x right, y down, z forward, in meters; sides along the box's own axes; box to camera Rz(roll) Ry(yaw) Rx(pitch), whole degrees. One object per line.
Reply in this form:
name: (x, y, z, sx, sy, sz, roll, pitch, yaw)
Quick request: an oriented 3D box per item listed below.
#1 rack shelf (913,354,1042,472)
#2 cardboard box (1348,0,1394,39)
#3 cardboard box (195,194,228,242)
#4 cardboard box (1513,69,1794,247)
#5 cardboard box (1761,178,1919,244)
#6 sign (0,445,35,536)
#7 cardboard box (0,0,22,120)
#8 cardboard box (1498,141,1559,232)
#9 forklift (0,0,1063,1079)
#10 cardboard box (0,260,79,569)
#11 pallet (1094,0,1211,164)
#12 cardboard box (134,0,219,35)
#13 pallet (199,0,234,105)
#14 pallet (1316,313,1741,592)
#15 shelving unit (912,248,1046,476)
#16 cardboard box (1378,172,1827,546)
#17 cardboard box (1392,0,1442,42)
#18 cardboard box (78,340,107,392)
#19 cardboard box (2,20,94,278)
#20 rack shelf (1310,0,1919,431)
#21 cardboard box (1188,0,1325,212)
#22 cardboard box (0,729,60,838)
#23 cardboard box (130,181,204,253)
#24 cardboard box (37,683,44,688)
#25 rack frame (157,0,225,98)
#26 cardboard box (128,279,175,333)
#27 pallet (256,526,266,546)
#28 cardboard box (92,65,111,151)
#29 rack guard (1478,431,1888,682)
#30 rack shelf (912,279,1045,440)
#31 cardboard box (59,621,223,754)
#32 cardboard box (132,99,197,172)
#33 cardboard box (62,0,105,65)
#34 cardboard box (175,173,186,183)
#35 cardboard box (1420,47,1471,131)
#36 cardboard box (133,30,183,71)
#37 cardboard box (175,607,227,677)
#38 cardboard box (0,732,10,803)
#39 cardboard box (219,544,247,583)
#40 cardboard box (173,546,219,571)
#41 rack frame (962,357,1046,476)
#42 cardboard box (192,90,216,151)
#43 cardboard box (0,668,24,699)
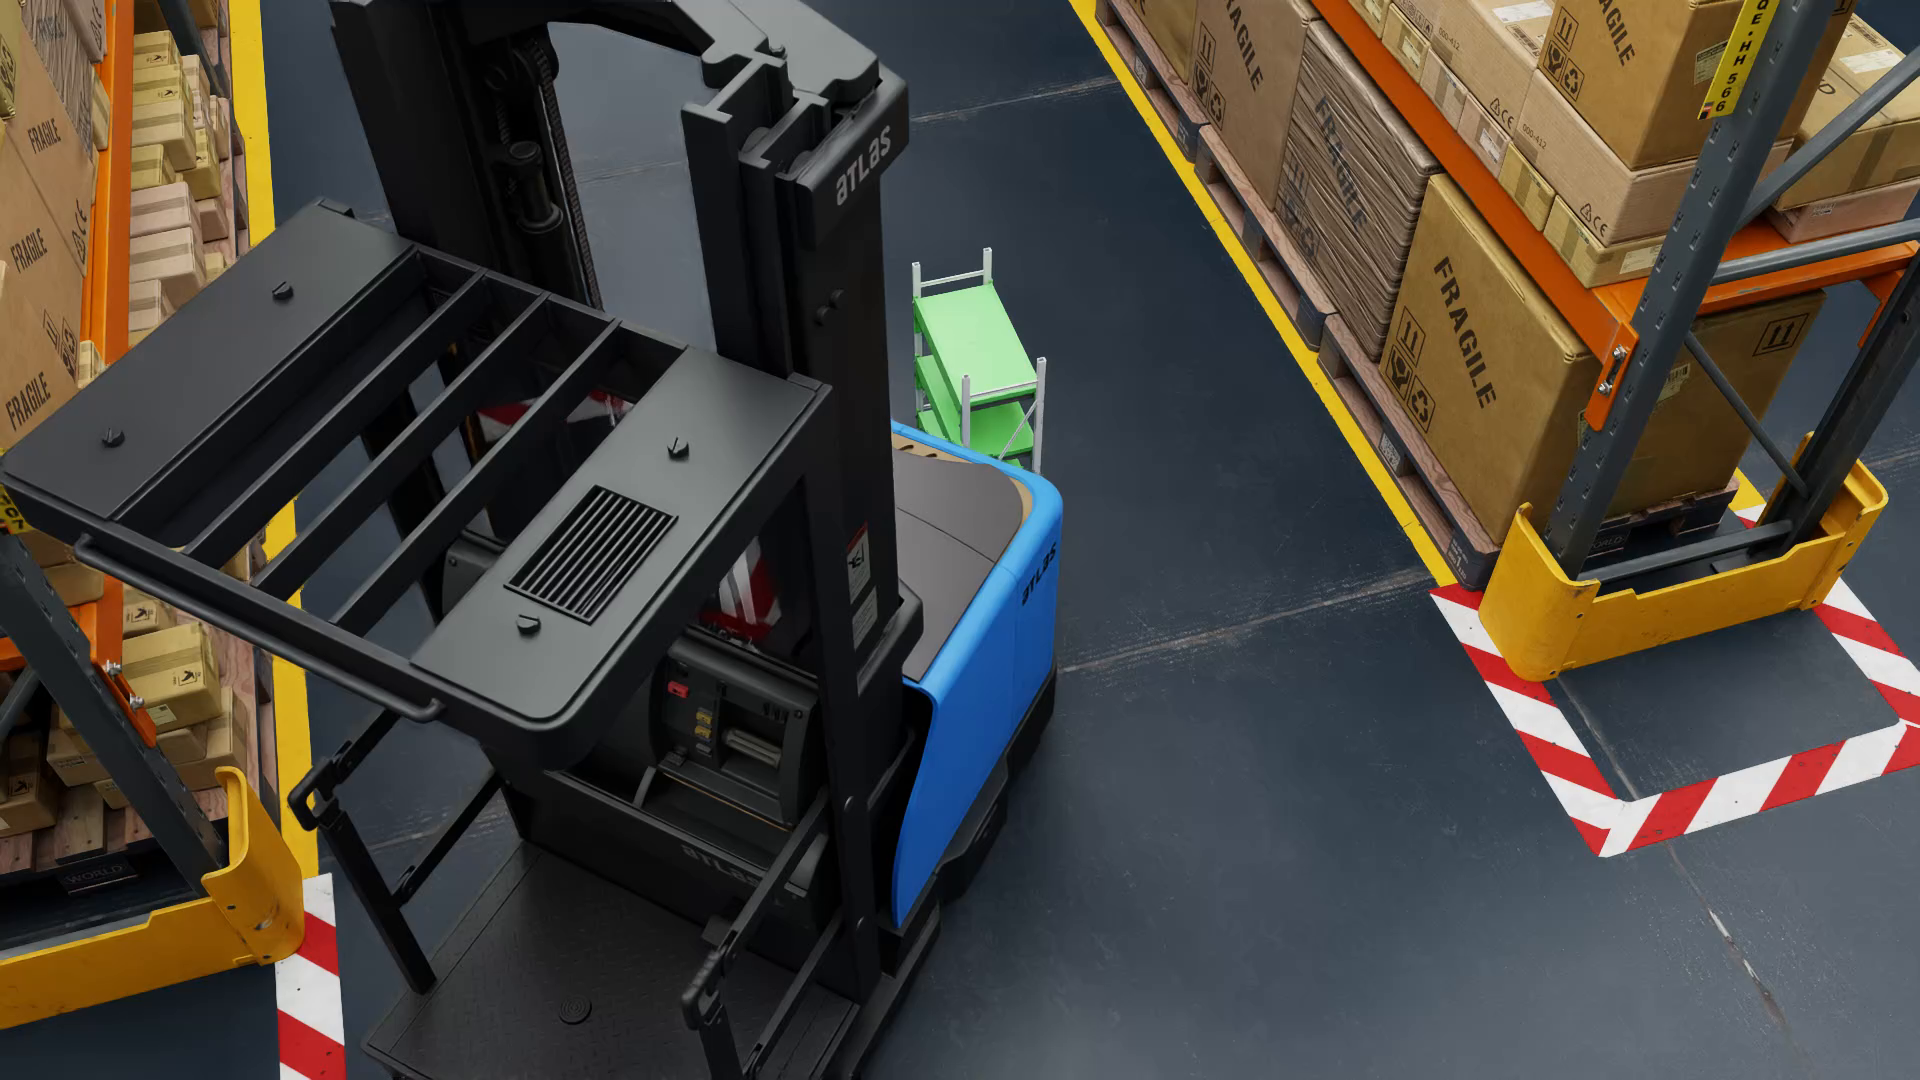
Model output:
rack shelf: (0.049, -0.379, 5.055, 0.258, 0.148, 0.480, -13, 51, -11)
cardboard box: (1.510, -1.810, 5.478, 0.380, 0.149, 0.250, -13, 51, -11)
cardboard box: (-3.062, -1.264, 6.444, 0.380, 0.149, 0.250, -15, 51, -12)
cardboard box: (1.914, -1.112, 4.629, 0.500, 0.250, 0.500, -14, 51, -12)
cardboard box: (2.521, -1.023, 4.815, 0.380, 0.149, 0.250, -13, 51, -11)
sign: (-1.939, -0.124, 3.327, 0.100, 0.325, 0.005, -13, 51, -11)
cardboard box: (-2.624, -1.313, 3.981, 0.500, 0.500, 0.500, -14, 51, -12)
cardboard box: (1.812, -1.064, 4.850, 0.380, 0.149, 0.250, -13, 51, -11)
forklift: (-0.828, 0.431, 3.469, 1.130, 2.935, 3.031, 21, 53, 17)
cardboard box: (-2.326, -0.241, 3.731, 0.500, 0.500, 0.500, -11, 51, -9)
pallet: (1.278, -2.220, 7.483, 1.003, 0.211, 1.213, -13, 51, -11)
cardboard box: (-3.605, -2.573, 7.318, 0.500, 0.500, 0.500, -12, 51, -10)
pallet: (-3.872, -2.313, 7.562, 1.003, 0.211, 1.213, -13, 51, -11)
pallet: (2.000, -0.438, 5.981, 1.003, 0.211, 1.213, -13, 51, -11)
shelving unit: (0.049, -0.266, 5.189, 0.258, 1.200, 0.503, -13, 51, -11)
cardboard box: (2.045, -0.670, 5.468, 0.875, 0.875, 0.875, -13, 51, -11)
cardboard box: (1.614, -1.854, 5.254, 0.500, 0.250, 0.500, -15, 51, -12)
cardboard box: (-2.383, -0.337, 4.237, 0.380, 0.149, 0.250, -15, 51, -12)
cardboard box: (-2.642, -0.987, 4.360, 0.500, 0.500, 0.500, -13, 51, -10)
rack shelf: (1.719, -1.999, 5.944, 1.077, 0.370, 4.000, -13, 51, -11)
cardboard box: (1.513, -1.985, 6.576, 0.875, 0.875, 0.875, -13, 51, -11)
cardboard box: (-2.812, 0.724, 4.768, 0.380, 0.149, 0.250, -13, 51, -10)
cardboard box: (-2.922, -1.109, 5.924, 0.380, 0.149, 0.250, -16, 52, -13)
cardboard box: (-2.981, 0.346, 5.086, 0.380, 0.149, 0.250, -14, 51, -11)
rack frame: (-3.640, -2.644, 6.017, 1.000, 3.000, 0.127, -13, 51, -11)
cardboard box: (-2.861, -0.709, 5.587, 0.380, 0.149, 0.250, -13, 51, -11)
pallet: (-3.043, -0.370, 5.924, 1.003, 0.211, 1.213, -13, 51, -11)
cardboard box: (-2.801, -1.282, 5.033, 0.380, 0.149, 0.250, -12, 51, -10)
rack guard: (2.318, 0.053, 5.378, 1.175, 0.500, 0.348, -13, 51, -11)
rack shelf: (0.049, -0.534, 4.871, 0.258, 0.148, 0.480, -13, 51, -11)
cardboard box: (-2.288, 0.410, 4.643, 0.380, 0.149, 0.250, -15, 52, -13)
cardboard box: (-3.092, -1.493, 6.248, 0.380, 0.149, 0.250, -14, 51, -11)
cardboard box: (-2.929, -1.740, 4.995, 0.500, 0.500, 0.500, -14, 51, -11)
cardboard box: (-3.075, -1.206, 6.200, 0.380, 0.149, 0.250, -13, 51, -11)
cardboard box: (1.666, -1.431, 5.159, 0.380, 0.149, 0.250, -13, 51, -10)
cardboard box: (-3.286, -1.851, 6.549, 0.380, 0.149, 0.250, -12, 51, -10)
cardboard box: (-2.394, 0.312, 4.921, 0.380, 0.149, 0.250, -14, 51, -11)
cardboard box: (-2.886, 0.644, 4.640, 0.380, 0.149, 0.250, -15, 51, -12)
cardboard box: (-2.513, 0.042, 5.343, 0.380, 0.149, 0.250, -13, 51, -11)
cardboard box: (-2.436, 0.023, 4.970, 0.380, 0.149, 0.250, -13, 51, -11)
rack frame: (0.121, -0.088, 5.039, 0.240, 1.200, 0.015, -13, 51, -11)
cardboard box: (-3.151, -1.603, 6.535, 0.380, 0.149, 0.250, -16, 52, -13)
cardboard box: (-2.875, 0.343, 4.699, 0.380, 0.149, 0.250, -12, 51, -10)
